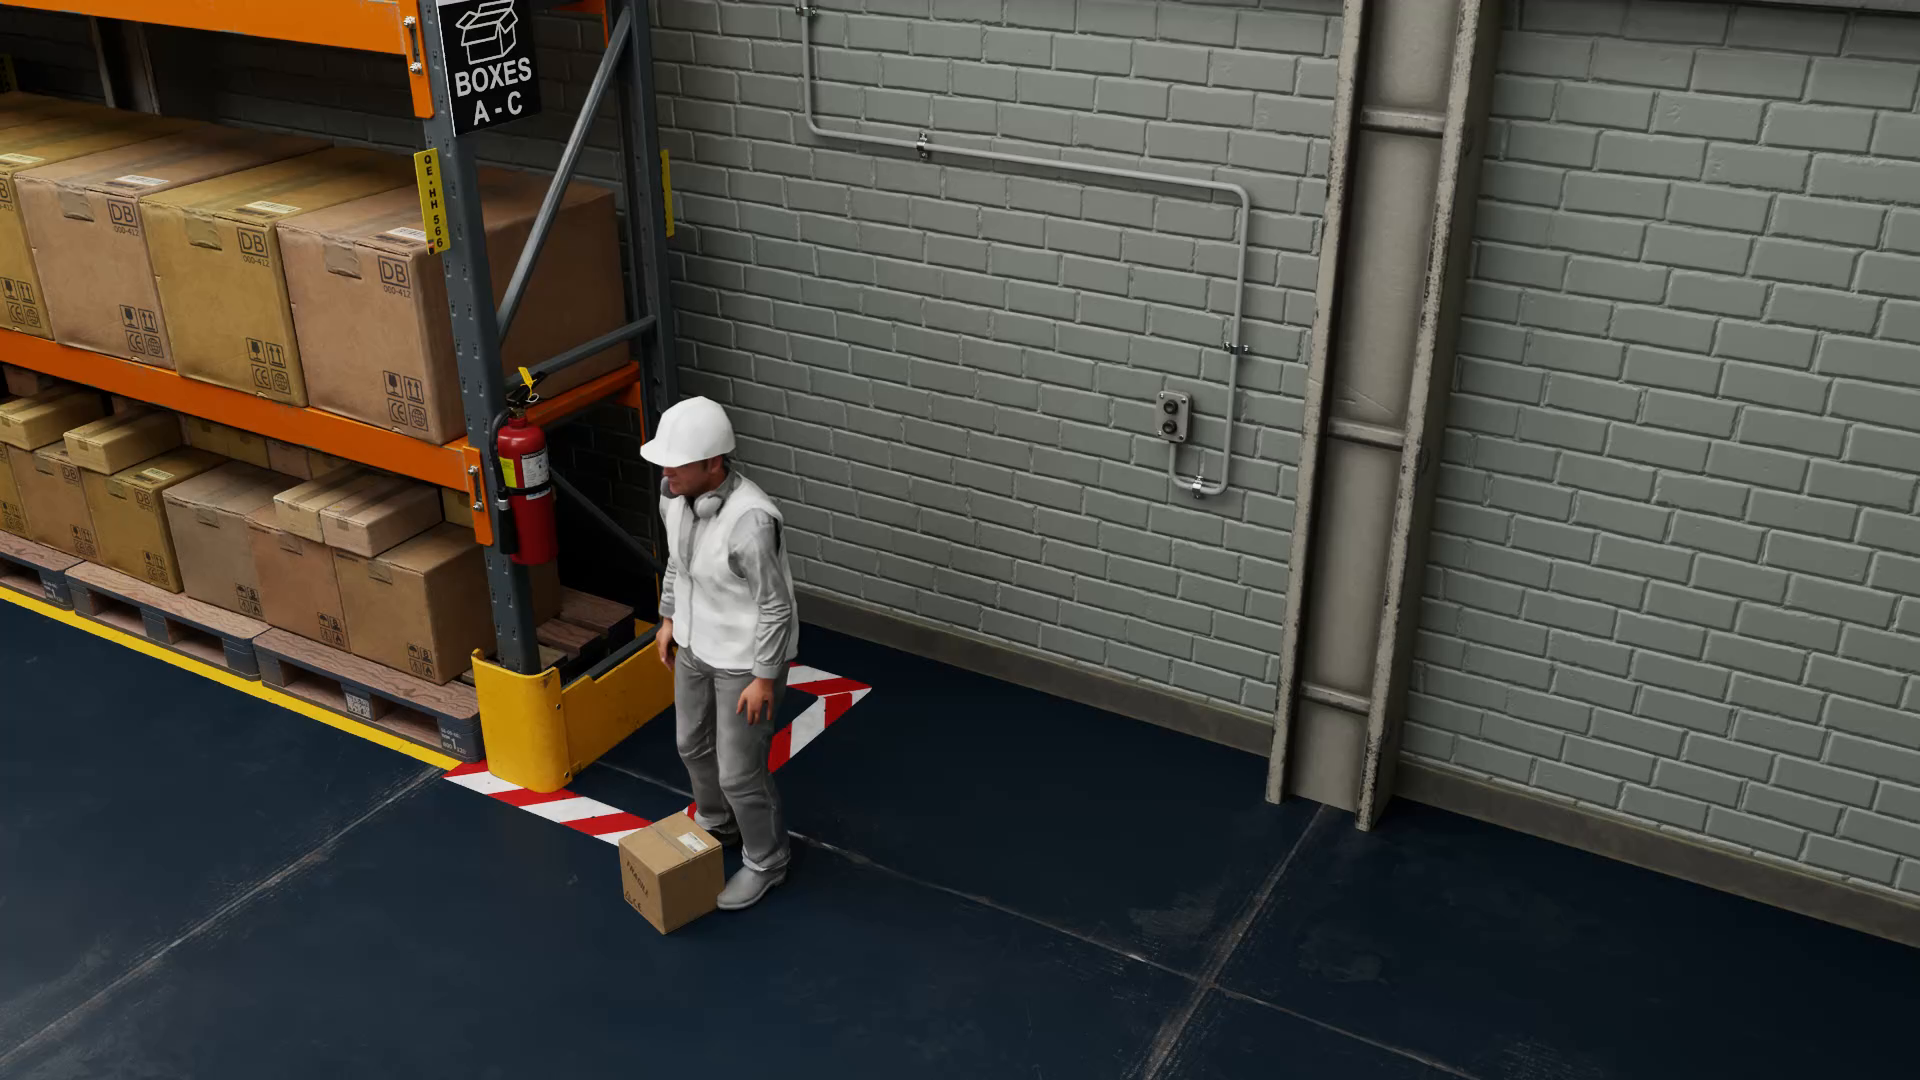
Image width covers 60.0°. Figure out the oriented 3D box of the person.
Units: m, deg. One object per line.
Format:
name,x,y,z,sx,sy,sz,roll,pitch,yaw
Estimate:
person,-0.763,0.355,5.367,0.461,1.772,0.589,-22,34,-36
